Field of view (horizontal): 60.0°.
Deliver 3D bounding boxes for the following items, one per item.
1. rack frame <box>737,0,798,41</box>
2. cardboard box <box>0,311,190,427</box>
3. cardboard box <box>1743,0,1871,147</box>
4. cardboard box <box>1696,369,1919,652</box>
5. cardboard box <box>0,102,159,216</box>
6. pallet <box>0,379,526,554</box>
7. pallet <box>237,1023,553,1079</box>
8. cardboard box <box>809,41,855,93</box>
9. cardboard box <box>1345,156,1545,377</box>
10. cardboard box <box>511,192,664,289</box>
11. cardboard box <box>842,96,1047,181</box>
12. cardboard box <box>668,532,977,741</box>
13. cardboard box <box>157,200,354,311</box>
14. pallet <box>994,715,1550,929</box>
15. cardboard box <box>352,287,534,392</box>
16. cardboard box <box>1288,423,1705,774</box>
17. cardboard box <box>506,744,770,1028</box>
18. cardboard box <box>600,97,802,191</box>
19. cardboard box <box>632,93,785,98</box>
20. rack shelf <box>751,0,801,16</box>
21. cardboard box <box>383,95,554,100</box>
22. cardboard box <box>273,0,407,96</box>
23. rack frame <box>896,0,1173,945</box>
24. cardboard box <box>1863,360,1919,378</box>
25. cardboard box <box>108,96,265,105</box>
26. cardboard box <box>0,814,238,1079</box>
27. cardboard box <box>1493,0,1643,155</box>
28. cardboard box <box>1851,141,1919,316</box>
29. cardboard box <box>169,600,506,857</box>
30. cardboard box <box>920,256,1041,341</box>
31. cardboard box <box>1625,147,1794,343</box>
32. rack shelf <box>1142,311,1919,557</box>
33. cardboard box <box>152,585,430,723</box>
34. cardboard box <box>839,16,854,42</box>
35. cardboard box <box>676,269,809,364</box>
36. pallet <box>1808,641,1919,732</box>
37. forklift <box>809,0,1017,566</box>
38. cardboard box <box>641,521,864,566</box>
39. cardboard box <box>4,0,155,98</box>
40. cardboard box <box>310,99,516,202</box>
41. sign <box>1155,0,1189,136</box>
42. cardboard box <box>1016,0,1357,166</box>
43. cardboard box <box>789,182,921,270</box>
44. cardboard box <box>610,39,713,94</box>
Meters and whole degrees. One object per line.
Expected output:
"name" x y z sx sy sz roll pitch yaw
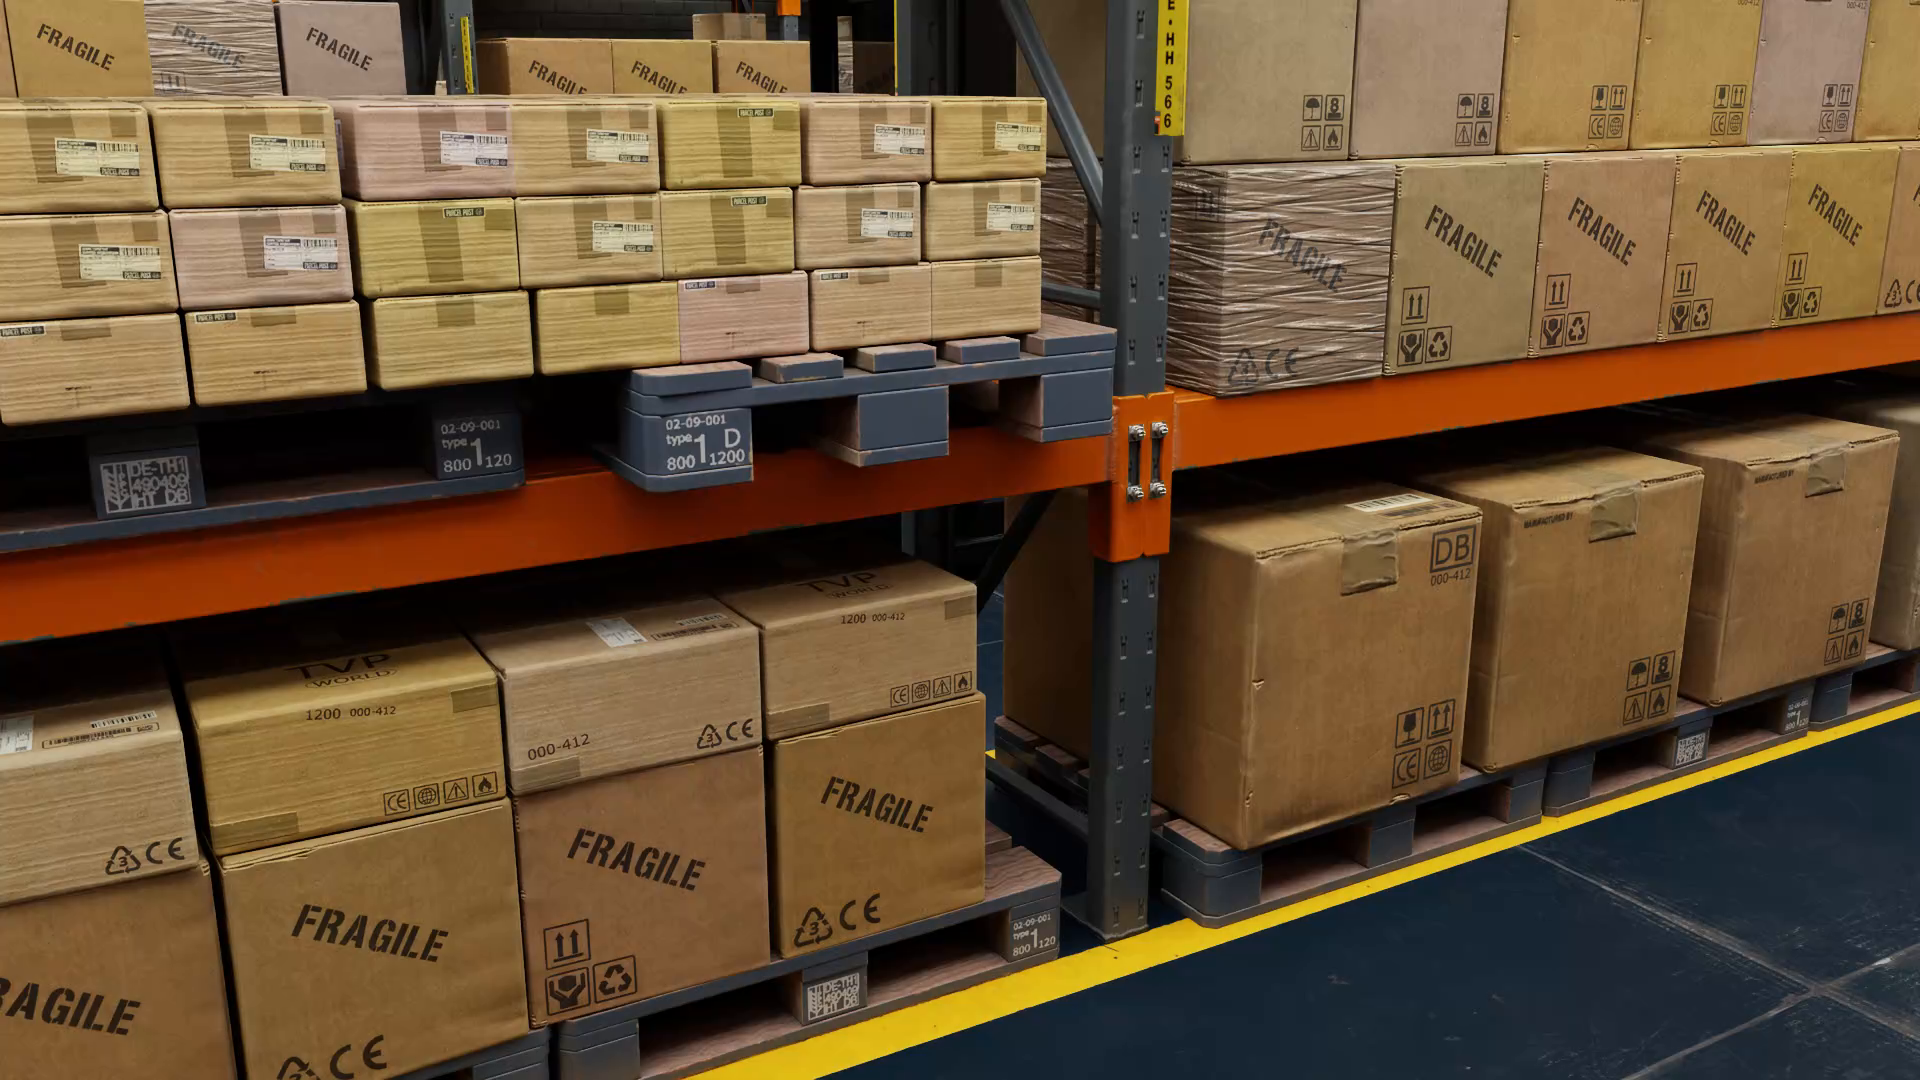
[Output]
"rack frame" -1.621 -3.438 14.118 0.127 3.000 1.000 -9 18 -30
"cardboard box" -1.375 -0.294 2.588 0.250 0.149 0.380 -10 19 -32
"cardboard box" 2.278 -1.476 5.081 0.500 0.500 0.700 -9 18 -29
"cardboard box" 3.088 -0.171 5.853 0.750 0.750 1.050 -9 18 -30
"cardboard box" -1.372 -0.581 2.512 0.250 0.149 0.380 -9 18 -28
"pallet" -1.530 -0.226 3.015 1.213 0.211 1.003 -9 18 -30
"pallet" -1.570 1.016 3.393 1.213 0.211 1.003 -9 18 -30
"cardboard box" -0.658 -2.354 8.736 0.500 0.500 0.500 -10 19 -32
"cardboard box" 1.104 -0.723 4.245 0.500 0.500 0.500 -9 18 -30
"cardboard box" -0.710 -0.544 2.930 0.250 0.149 0.380 -9 18 -30
"cardboard box" -0.039 -0.797 3.280 0.250 0.149 0.380 -10 19 -32
"cardboard box" -0.306 0.193 3.628 0.500 0.250 0.500 -10 18 -31
"cardboard box" -1.148 -0.474 2.679 0.250 0.149 0.380 -9 18 -28
"pallet" 0.860 0.647 4.709 1.213 0.211 1.003 -9 18 -30
"cardboard box" -0.920 -0.368 2.852 0.250 0.149 0.380 -10 19 -32
"cardboard box" 1.461 0.092 4.915 0.750 0.750 1.050 -9 18 -29
"cardboard box" -0.731 0.622 3.488 0.500 0.500 0.500 -8 18 -27
"cardboard box" -0.480 -0.726 3.027 0.250 0.149 0.380 -9 18 -28
"cardboard box" -0.579 -0.913 3.696 0.250 0.149 0.380 -10 18 -31
"rack shelf" 0.093 -4.814 14.802 4.000 0.370 1.077 -9 18 -30
"cardboard box" -1.019 -0.844 3.447 0.250 0.149 0.380 -10 19 -32
"cardboard box" -2.799 -2.132 7.419 0.500 0.500 0.500 -10 18 -31
"rack frame" 0.145 -0.603 4.004 0.127 3.000 1.000 -9 18 -30
"cardboard box" 4.149 -0.410 6.472 0.875 0.875 0.875 -9 18 -29
"cardboard box" -1.476 -0.768 3.179 0.250 0.149 0.380 -9 18 -28
"cardboard box" -1.619 0.763 2.983 0.500 0.500 0.500 -9 18 -29
"cardboard box" 1.407 -1.335 4.578 0.500 0.500 0.700 -10 18 -31
"cardboard box" 2.831 -1.003 5.244 0.500 0.500 0.500 -9 18 -30
"cardboard box" -1.177 0.333 3.130 0.500 0.250 0.500 -9 18 -28
"cardboard box" -0.041 -0.509 3.357 0.250 0.149 0.380 -9 18 -29
"cardboard box" 1.964 -0.861 4.740 0.500 0.500 0.500 -9 18 -30
"rack shelf" 1.860 -0.535 5.093 4.000 0.370 1.077 -9 18 -30
"cardboard box" -1.436 0.213 3.555 0.500 0.250 0.500 -9 18 -29
"cardboard box" -0.525 -2.838 9.260 0.250 0.149 0.380 -8 18 -27
"cardboard box" -0.475 -0.440 3.108 0.250 0.149 0.380 -9 18 -29
"pallet" 2.952 0.308 5.919 1.213 0.211 1.003 -9 18 -30
"forklift" -0.546 -1.327 6.713 3.031 2.935 1.130 -9 18 -29
"cardboard box" -0.570 0.077 4.042 0.500 0.250 0.500 -10 19 -32
"cardboard box" -3.664 -1.991 6.917 0.500 0.500 0.500 -9 18 -30
"cardboard box" -0.916 -0.656 2.777 0.250 0.149 0.380 -9 18 -30
"sign" 0.433 -0.998 3.415 0.005 0.325 0.100 -9 18 -30
"cardboard box" 0.535 -1.193 4.070 0.500 0.500 0.700 -9 18 -30
"cardboard box" -0.271 -0.616 3.187 0.250 0.149 0.380 -8 18 -28
"cardboard box" -1.543 -2.211 8.226 0.500 0.500 0.500 -8 18 -27
